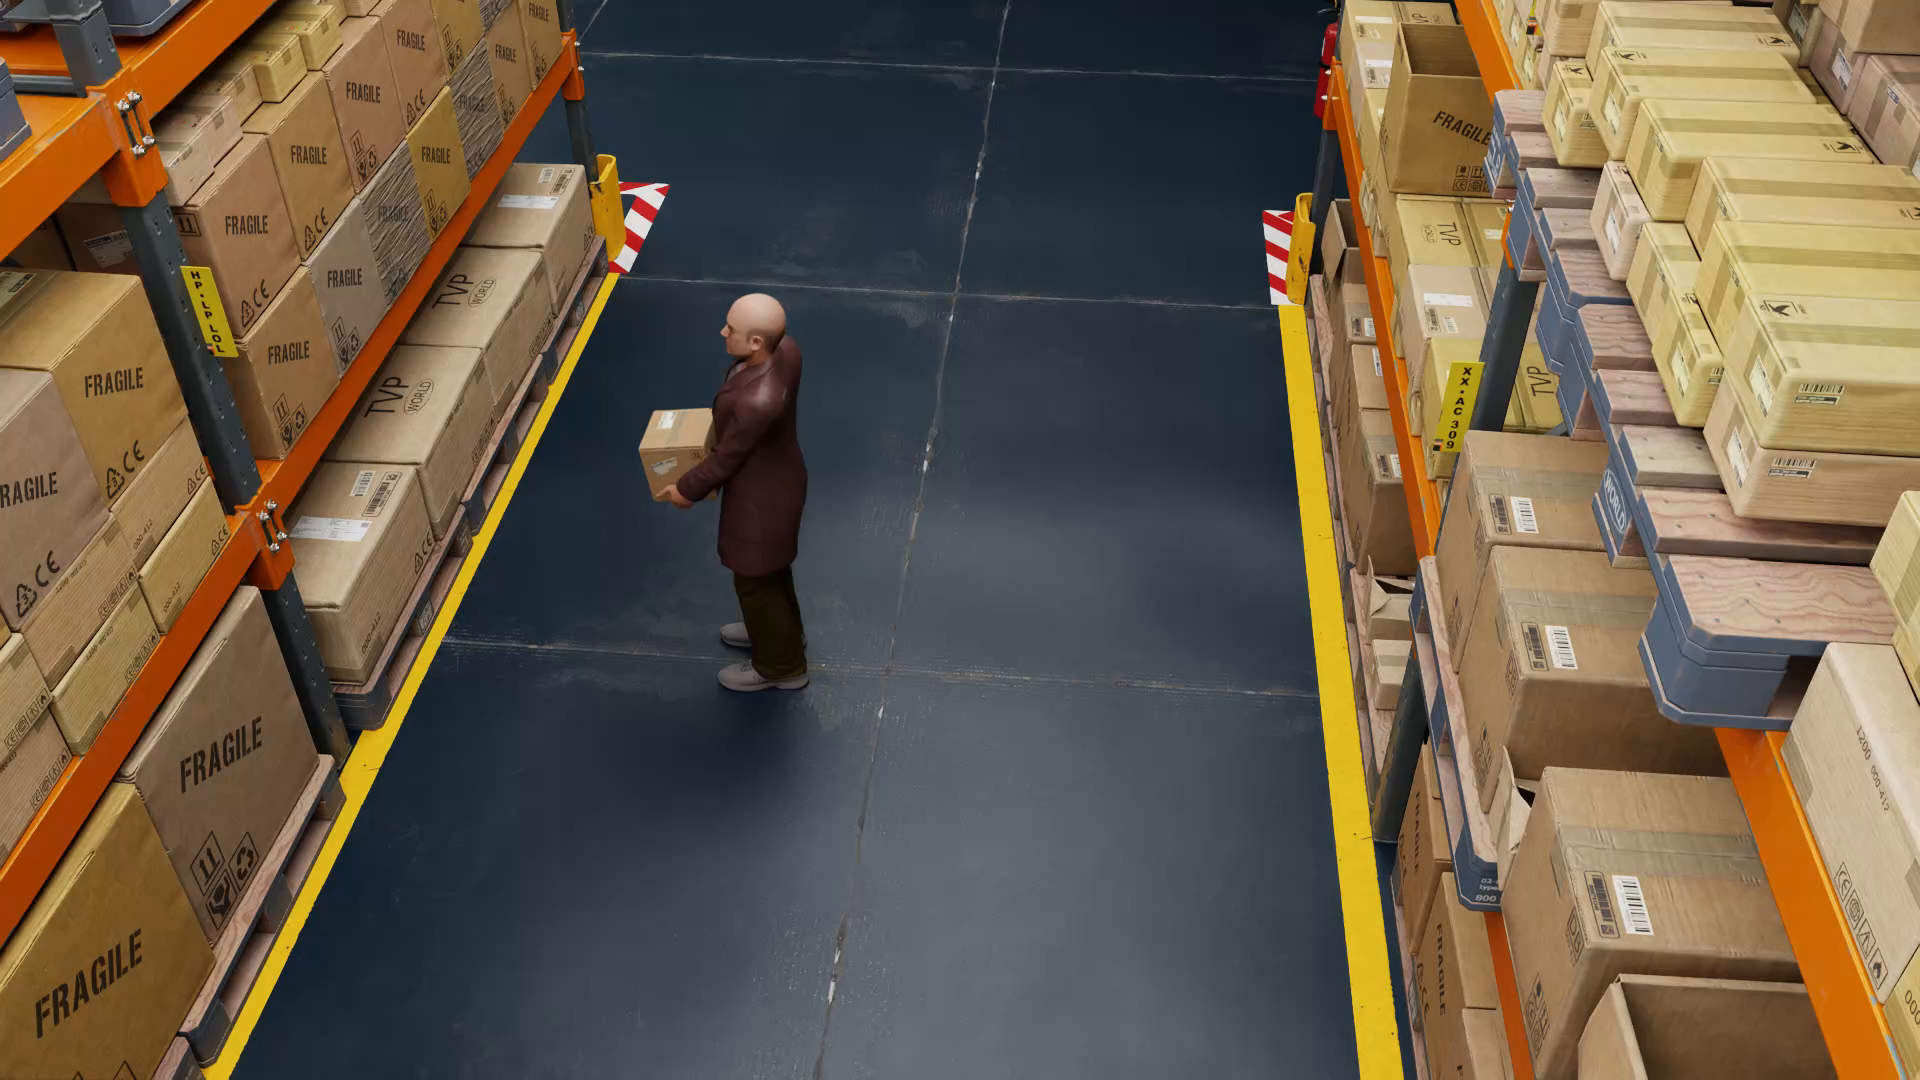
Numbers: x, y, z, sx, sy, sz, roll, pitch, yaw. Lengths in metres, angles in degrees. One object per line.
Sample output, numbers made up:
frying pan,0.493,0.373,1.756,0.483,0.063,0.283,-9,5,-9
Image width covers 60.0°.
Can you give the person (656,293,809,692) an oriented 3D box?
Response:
person,-0.862,-0.177,6.384,0.543,1.778,0.522,3,40,4
